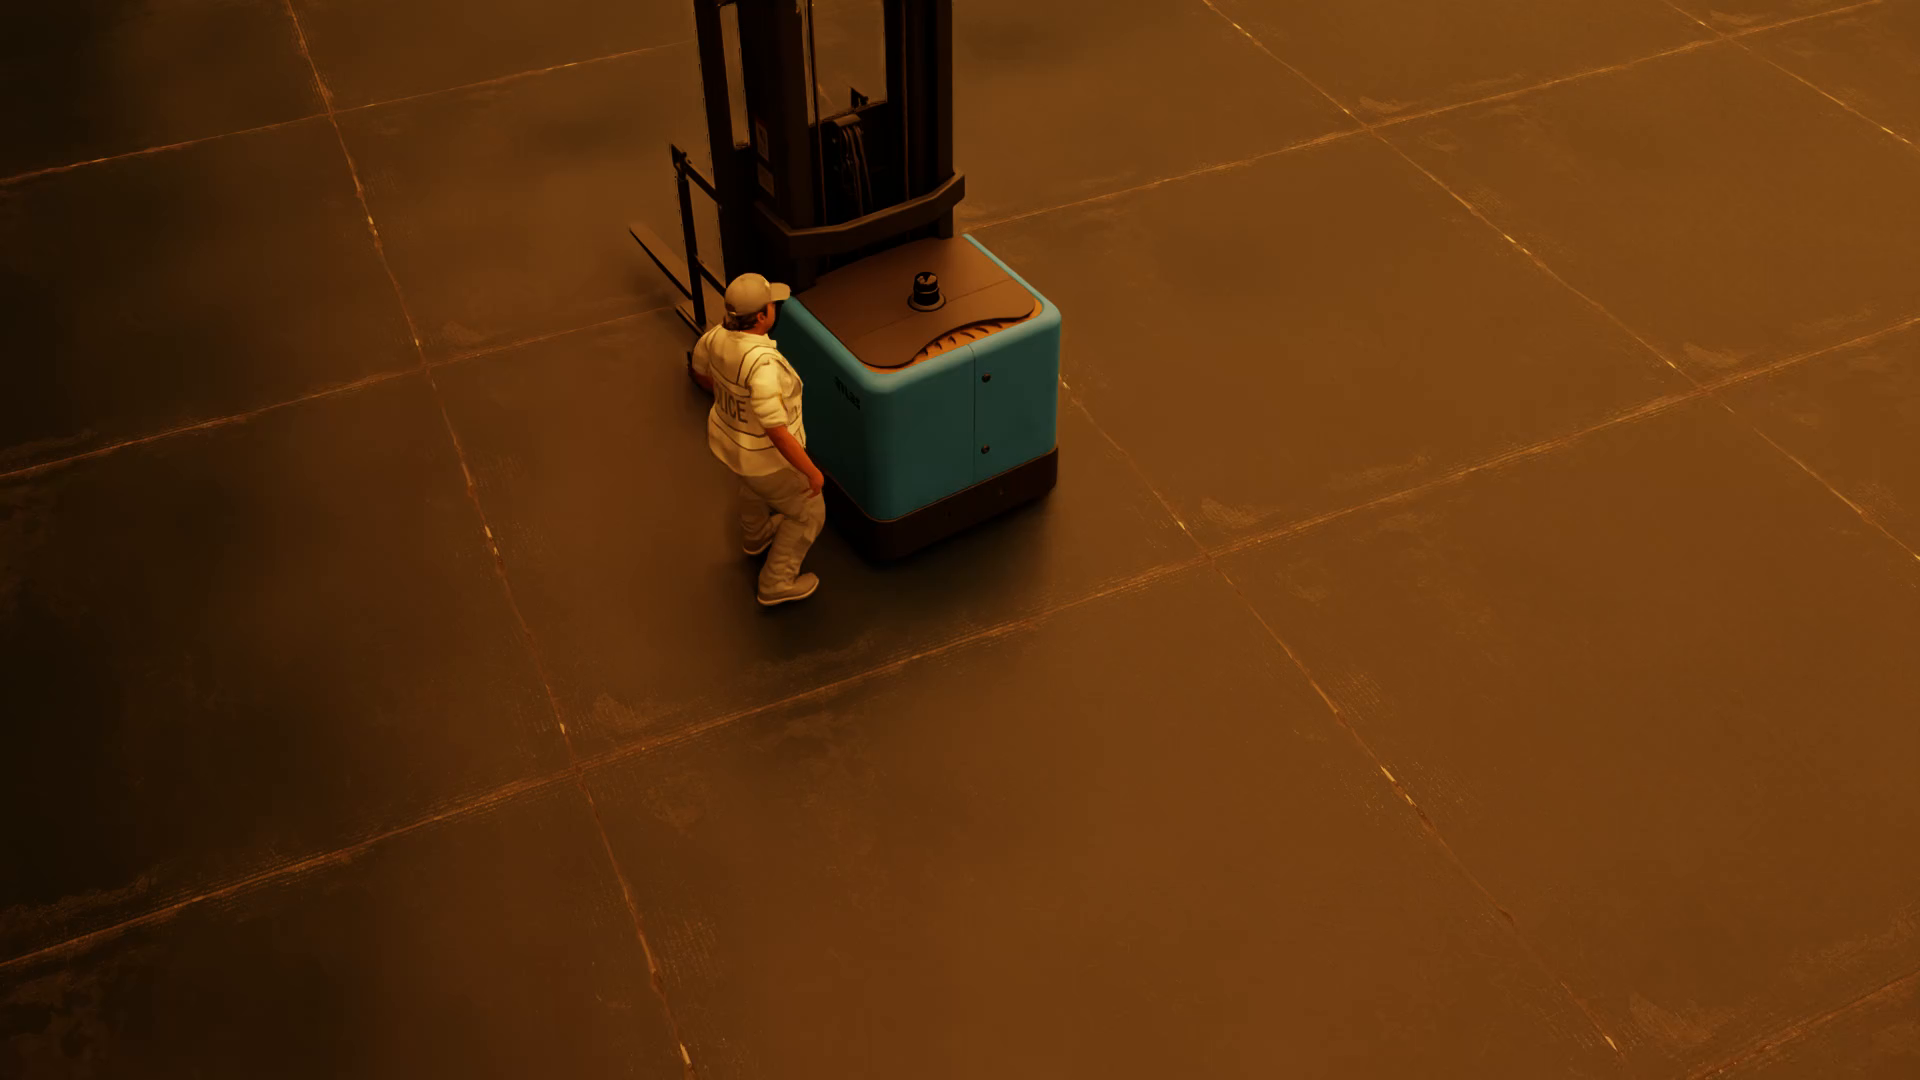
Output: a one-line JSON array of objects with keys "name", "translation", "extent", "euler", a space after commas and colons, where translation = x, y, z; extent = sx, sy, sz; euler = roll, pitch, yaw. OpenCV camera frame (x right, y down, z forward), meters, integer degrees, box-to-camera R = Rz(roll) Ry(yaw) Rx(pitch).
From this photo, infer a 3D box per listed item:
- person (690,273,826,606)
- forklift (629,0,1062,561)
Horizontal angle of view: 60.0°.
[{"name": "person", "translation": [-0.821, -0.435, 7.107], "extent": [0.473, 1.621, 0.763], "euler": [-28, 50, -27]}, {"name": "forklift", "translation": [-0.763, -1.955, 7.774], "extent": [1.130, 2.935, 3.031], "euler": [-24, 48, -24]}]
